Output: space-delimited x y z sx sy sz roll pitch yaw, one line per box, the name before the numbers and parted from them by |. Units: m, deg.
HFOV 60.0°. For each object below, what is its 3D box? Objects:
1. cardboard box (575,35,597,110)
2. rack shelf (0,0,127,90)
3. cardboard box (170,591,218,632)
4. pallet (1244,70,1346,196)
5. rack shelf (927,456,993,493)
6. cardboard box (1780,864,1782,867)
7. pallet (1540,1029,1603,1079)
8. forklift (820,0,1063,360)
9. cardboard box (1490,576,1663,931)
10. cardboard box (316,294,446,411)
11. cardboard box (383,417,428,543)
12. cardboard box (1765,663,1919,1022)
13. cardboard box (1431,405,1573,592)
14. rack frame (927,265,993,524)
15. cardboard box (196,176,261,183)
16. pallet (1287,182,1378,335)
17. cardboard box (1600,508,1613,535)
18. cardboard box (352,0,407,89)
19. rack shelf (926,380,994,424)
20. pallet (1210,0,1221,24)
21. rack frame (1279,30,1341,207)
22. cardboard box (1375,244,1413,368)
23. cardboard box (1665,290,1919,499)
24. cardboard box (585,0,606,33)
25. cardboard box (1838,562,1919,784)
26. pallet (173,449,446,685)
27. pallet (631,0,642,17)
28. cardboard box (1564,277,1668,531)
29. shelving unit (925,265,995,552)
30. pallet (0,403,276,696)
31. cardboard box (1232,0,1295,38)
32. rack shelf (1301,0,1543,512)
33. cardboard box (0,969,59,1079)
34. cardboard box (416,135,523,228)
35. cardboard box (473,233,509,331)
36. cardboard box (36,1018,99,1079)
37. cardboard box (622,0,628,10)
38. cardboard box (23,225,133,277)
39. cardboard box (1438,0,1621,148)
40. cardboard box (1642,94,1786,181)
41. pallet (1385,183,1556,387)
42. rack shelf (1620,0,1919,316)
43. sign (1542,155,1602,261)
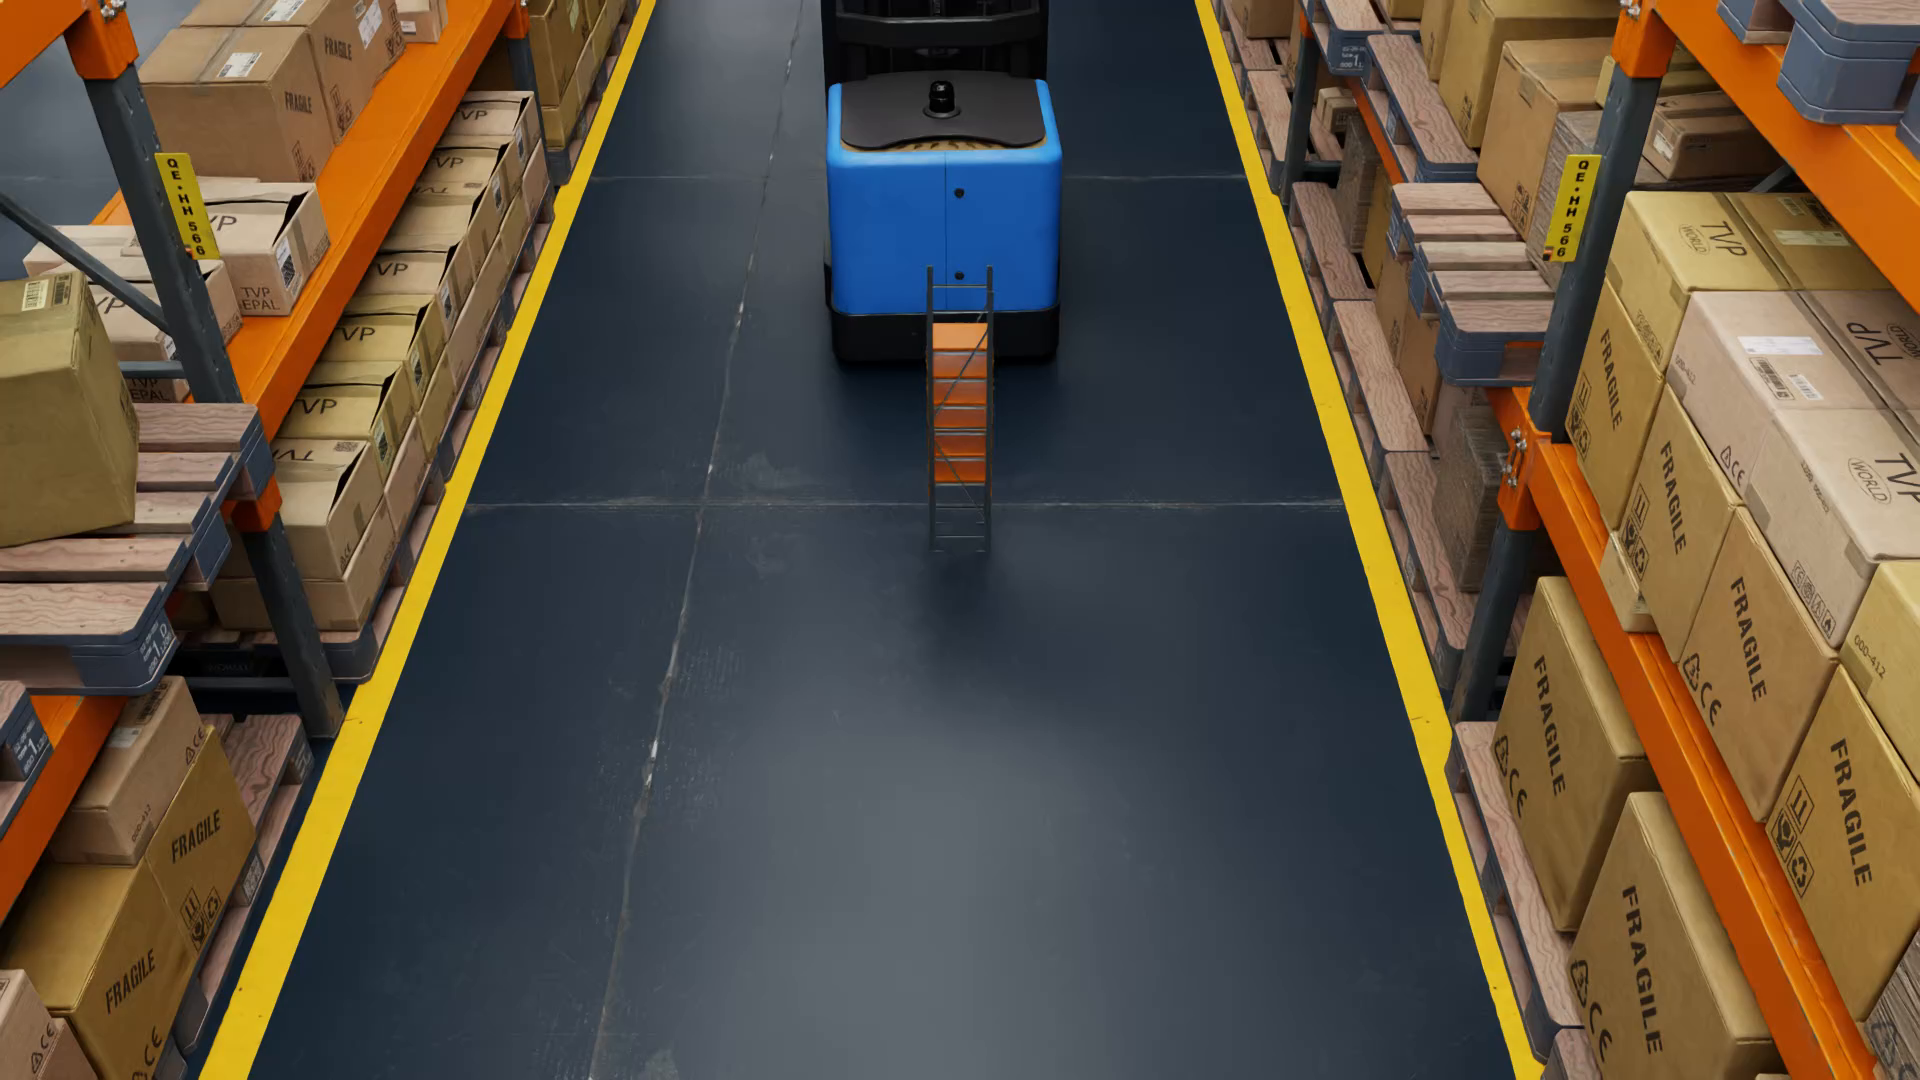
cardboard box | -2.400 -2.697 9.580 0.500 0.250 0.500 0 39 0
rack shelf | -2.701 -0.141 2.704 1.077 0.370 4.000 0 39 0
cardboard box | -2.947 0.078 6.117 0.500 0.250 0.500 1 39 1
pallet | 2.210 -2.341 9.503 1.003 0.211 1.213 0 39 0
rack shelf | 0.000 -0.255 6.564 0.258 0.103 0.180 0 39 0
cardboard box | 2.032 0.747 3.604 0.380 0.149 0.250 0 39 0
pallet | 2.175 1.834 4.292 1.003 0.211 1.213 0 39 0
forklift | -0.133 -2.873 7.992 1.130 2.935 3.031 -2 39 -2
cardboard box | 2.121 0.627 4.952 0.750 0.750 0.750 -1 39 -1
cardboard box | -2.417 -0.787 6.748 0.500 0.311 0.500 -1 39 -1
cardboard box | -2.411 -0.235 6.508 0.500 0.250 0.500 -1 39 -1
cardboard box | 1.995 0.596 3.273 0.500 0.500 0.500 1 39 1
cardboard box | 2.198 -0.155 6.191 0.700 0.500 0.500 0 39 1
rack frame | 0.000 -0.534 6.457 0.240 1.200 0.006 0 39 0
cardboard box | -2.761 -1.202 6.052 0.380 0.149 0.250 3 39 3
pallet | 2.249 -1.434 8.371 1.003 0.211 1.213 0 39 0
cardboard box | 2.011 -0.054 4.604 0.380 0.149 0.250 0 39 1
cardboard box | -2.722 -2.233 7.058 0.500 0.500 0.500 3 39 3
rack shelf | 0.000 -0.536 6.339 0.258 0.103 0.180 0 39 0
pallet | 2.207 -3.867 11.407 1.003 0.211 1.213 0 39 0
rack frame | 2.246 -3.009 8.107 1.000 3.000 0.127 0 39 0
cardboard box | 2.275 -1.103 7.375 0.700 0.500 0.500 0 39 0
cardboard box | 1.995 -0.343 3.846 0.500 0.250 0.500 -1 39 -1
cardboard box | -2.396 -3.303 9.736 0.500 0.500 0.500 0 39 0
cardboard box | 2.006 0.289 3.058 0.500 0.250 0.500 -1 39 -1
pallet | -2.665 0.071 6.492 1.003 0.211 1.213 0 39 0
pallet | -2.669 -3.939 11.496 1.003 0.211 1.213 0 39 0
cardboard box | 1.996 -0.367 4.475 0.500 0.500 0.500 1 39 1
shelving unit | 0.000 -0.477 6.386 0.258 1.200 0.189 0 39 0
pallet | -2.632 -0.003 4.509 1.213 0.211 1.003 0 39 0
cardboard box | 2.104 -3.459 10.315 0.700 0.500 0.500 -2 39 -3
rack shelf | 2.249 -1.478 6.771 1.077 0.370 4.000 0 39 0
cardboard box | -2.457 1.269 3.816 0.500 0.250 0.500 -1 39 -1
cardboard box | -2.413 -1.735 7.931 0.500 0.311 0.500 1 39 1
cardboard box | -2.417 -1.199 7.711 0.500 0.250 0.500 1 39 1
cardboard box | -2.460 1.538 4.079 0.500 0.500 0.500 -1 39 -2
cardboard box | -2.401 -3.635 10.751 0.500 0.250 0.500 0 39 0
cardboard box | -2.980 -0.966 5.758 0.380 0.149 0.250 0 39 0
cardboard box | 2.217 -1.792 6.155 0.700 0.500 0.500 0 39 0
cardboard box | 2.220 -1.188 4.883 0.380 0.149 0.250 -5 39 -6
pallet | 2.144 -0.879 5.601 1.213 0.211 1.003 0 39 0
rack shelf | 2.253 -0.147 2.712 1.077 0.370 4.000 0 39 0
sign | 1.708 -0.923 4.640 0.100 0.325 0.005 0 39 0
